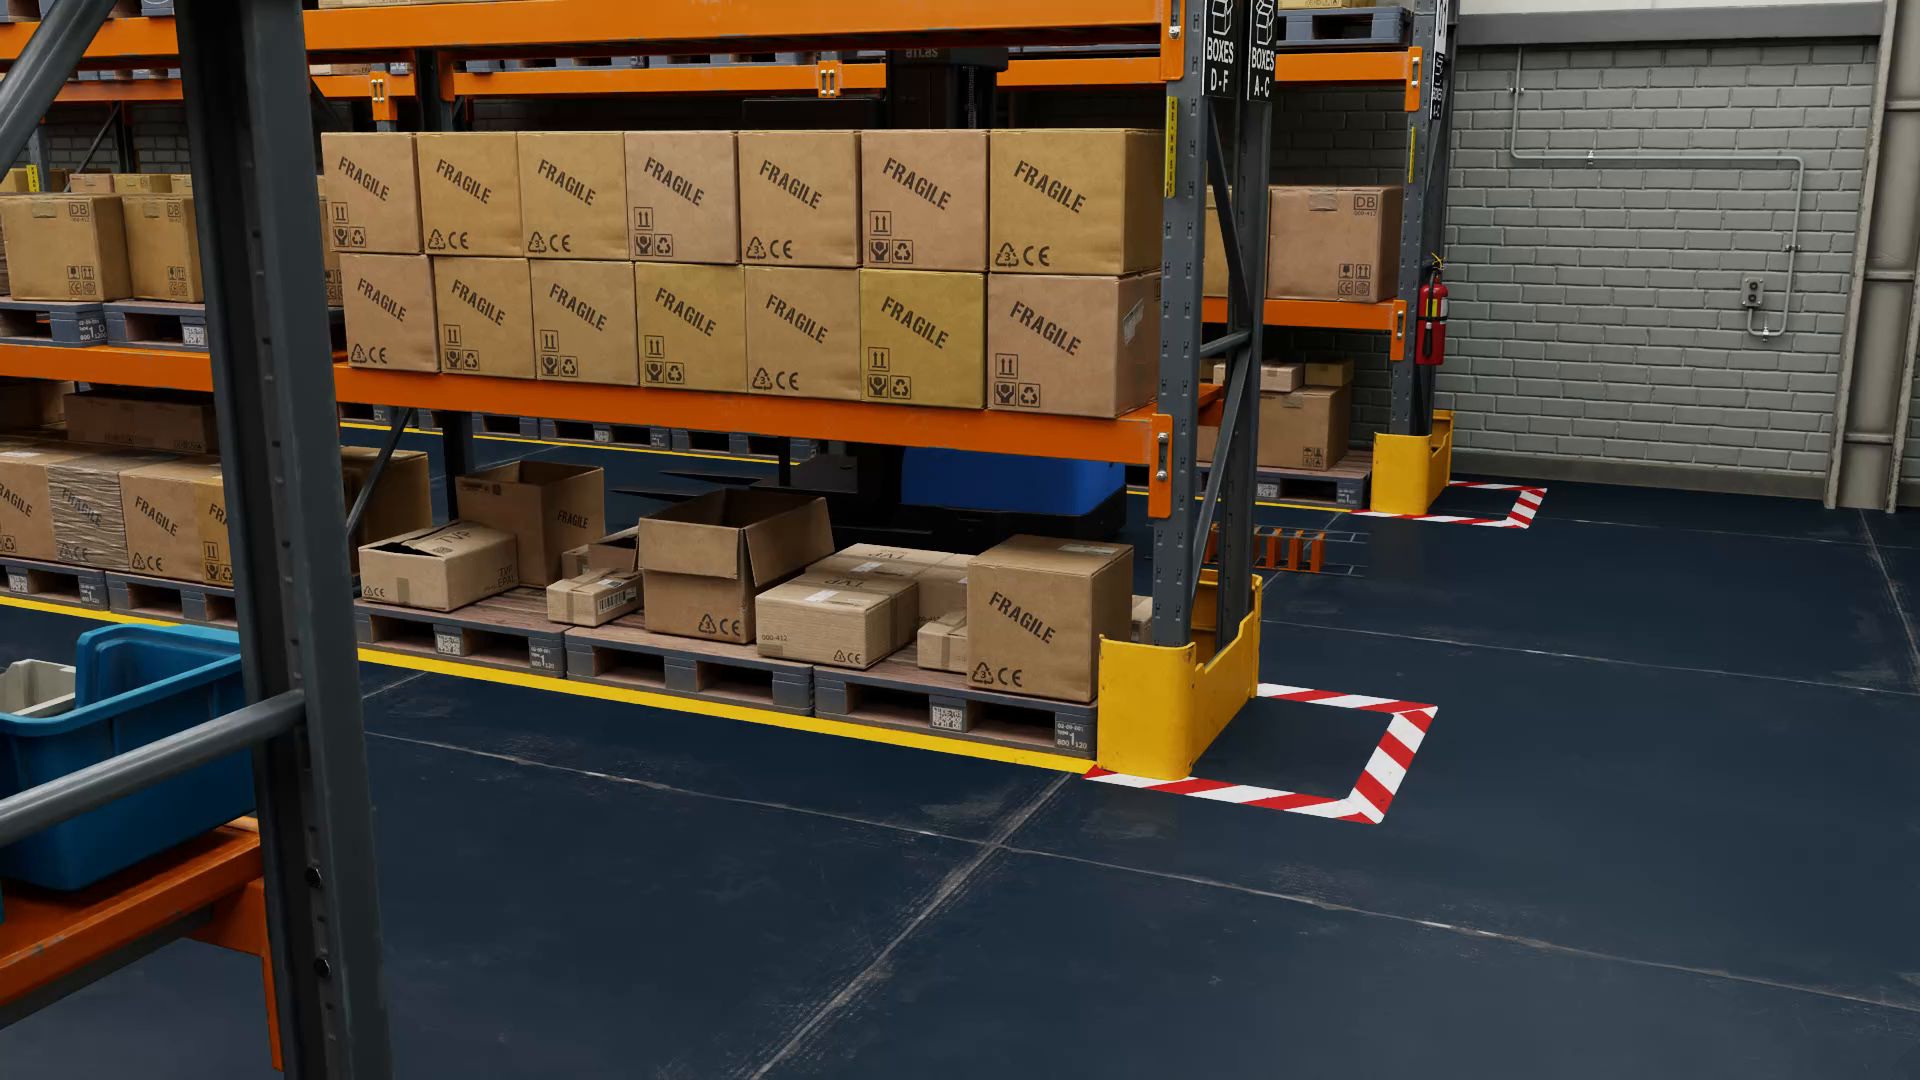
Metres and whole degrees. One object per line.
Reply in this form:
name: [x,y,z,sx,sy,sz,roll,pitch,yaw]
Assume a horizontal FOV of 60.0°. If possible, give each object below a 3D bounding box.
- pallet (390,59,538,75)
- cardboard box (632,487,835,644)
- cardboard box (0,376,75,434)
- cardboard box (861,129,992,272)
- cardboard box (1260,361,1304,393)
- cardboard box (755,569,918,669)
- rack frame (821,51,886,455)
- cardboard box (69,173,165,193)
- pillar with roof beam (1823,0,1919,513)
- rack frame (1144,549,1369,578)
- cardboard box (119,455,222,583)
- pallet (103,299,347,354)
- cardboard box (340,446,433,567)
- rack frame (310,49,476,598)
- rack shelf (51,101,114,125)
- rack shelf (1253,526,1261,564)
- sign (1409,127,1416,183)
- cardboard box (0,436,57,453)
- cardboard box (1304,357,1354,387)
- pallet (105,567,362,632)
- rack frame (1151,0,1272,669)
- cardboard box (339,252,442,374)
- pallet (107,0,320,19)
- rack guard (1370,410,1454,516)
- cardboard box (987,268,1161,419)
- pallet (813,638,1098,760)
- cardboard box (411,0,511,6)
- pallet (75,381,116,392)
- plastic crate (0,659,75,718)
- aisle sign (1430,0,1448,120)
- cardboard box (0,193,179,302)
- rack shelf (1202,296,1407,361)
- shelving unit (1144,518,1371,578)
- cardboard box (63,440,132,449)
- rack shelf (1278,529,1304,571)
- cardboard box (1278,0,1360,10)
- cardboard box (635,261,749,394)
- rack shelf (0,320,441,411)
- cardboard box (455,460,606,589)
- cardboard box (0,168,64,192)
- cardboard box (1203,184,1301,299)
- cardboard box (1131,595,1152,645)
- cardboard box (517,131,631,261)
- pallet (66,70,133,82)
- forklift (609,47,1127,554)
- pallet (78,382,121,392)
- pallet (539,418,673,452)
pallet: [-3.751,-3.808,13.262,1.003,0.211,1.213,7,15,26]
cardboard box: [-0.987,0.091,7.301,0.637,0.503,0.797,6,14,23]
cardboard box: [-5.360,-0.773,9.351,0.500,0.250,0.500,6,15,25]
cardboard box: [-0.030,-1.278,6.228,0.500,0.500,0.500,6,15,25]
cardboard box: [2.082,-1.068,10.875,0.250,0.149,0.380,6,14,23]
cardboard box: [-0.503,0.319,6.885,0.500,0.250,0.500,6,14,23]
rack frame: [-0.704,-2.118,12.213,0.127,3.000,1.000,6,14,23]
cardboard box: [-7.566,-3.066,15.075,0.500,0.500,0.700,6,14,23]
pillar with roof beam: [4.029,-3.700,5.824,0.400,9.000,9.100,6,14,23]
rack frame: [1.636,0.123,9.201,1.200,0.006,0.240,5,14,19]
cardboard box: [-3.722,-0.113,8.179,0.500,0.500,0.500,6,14,23]
pallet: [-3.393,-1.086,8.236,1.213,0.211,1.003,6,14,23]
cardboard box: [-3.050,-0.175,8.445,0.500,0.500,0.500,5,14,21]
rack frame: [-2.707,-1.083,7.802,0.127,3.000,1.000,6,14,23]
rack shelf: [-9.847,-4.153,15.896,4.000,0.370,1.077,6,14,23]
rack shelf: [1.594,0.031,9.194,0.103,0.180,0.258,5,14,19]
sign: [2.721,-2.314,9.999,0.005,0.325,0.100,6,14,23]
cardboard box: [-5.126,-0.253,8.777,0.500,0.500,0.500,6,14,22]
cardboard box: [2.468,-1.125,11.115,0.250,0.149,0.380,6,14,24]
pallet: [-3.466,0.208,8.408,1.213,0.211,1.003,6,14,23]
rack frame: [0.951,-0.712,6.225,0.127,3.000,1.000,6,14,23]
cardboard box: [-2.351,-1.027,7.347,0.500,0.500,0.500,6,15,25]
pallet: [-3.274,-2.526,7.801,1.003,0.211,1.213,6,14,23]
rack guard: [2.976,-0.528,10.912,0.348,0.500,1.175,6,14,23]
cardboard box: [0.431,-0.746,6.148,0.500,0.500,0.500,6,15,25]
pallet: [0.152,0.565,6.887,1.213,0.211,1.003,6,14,23]
cardboard box: [-1.907,-2.326,6.864,0.500,0.250,0.500,6,14,23]
pallet: [-8.646,-1.555,15.919,1.213,0.211,1.003,6,14,23]
plastic crate: [-1.411,0.282,2.431,0.298,0.136,0.250,6,14,23]
aisle sign: [2.898,-2.944,10.043,0.004,0.787,0.394,6,14,23]
cardboard box: [-4.347,-1.486,8.384,0.500,0.500,0.700,2,13,9]
rack shelf: [1.125,-1.582,11.506,4.000,0.370,1.077,6,14,23]
shelving unit: [1.636,0.034,9.180,1.200,0.189,0.258,5,14,19]
cardboard box: [-4.458,-0.317,9.049,0.500,0.500,0.500,5,14,21]
rack shelf: [1.820,0.050,9.116,0.103,0.180,0.258,5,14,19]
cardboard box: [2.177,-3.400,10.303,0.500,0.250,0.500,6,15,25]
cardboard box: [-0.960,-0.887,6.750,0.500,0.500,0.500,6,14,22]
rack shelf: [-4.535,-0.917,8.673,4.000,0.370,1.077,6,14,23]
cardboard box: [-2.071,-0.086,8.065,0.500,0.500,0.500,6,14,23]
cardboard box: [-8.575,-3.139,15.208,0.500,0.500,0.500,6,14,23]
cardboard box: [1.814,-2.004,11.071,0.700,0.700,0.980,6,14,23]
cardboard box: [0.707,0.351,6.971,0.250,0.149,0.380,6,14,23]
cardboard box: [-1.448,-1.420,6.834,0.500,0.500,0.500,5,14,22]
pallet: [-7.497,-4.147,14.708,1.003,0.211,1.213,6,14,23]
forklift: [-0.588,-1.473,9.618,3.031,2.935,1.130,5,14,19]
pallet: [-7.306,-1.428,15.380,1.213,0.211,1.003,6,14,23]
pallet: [-2.559,-0.928,13.248,1.213,0.211,1.003,6,14,23]
